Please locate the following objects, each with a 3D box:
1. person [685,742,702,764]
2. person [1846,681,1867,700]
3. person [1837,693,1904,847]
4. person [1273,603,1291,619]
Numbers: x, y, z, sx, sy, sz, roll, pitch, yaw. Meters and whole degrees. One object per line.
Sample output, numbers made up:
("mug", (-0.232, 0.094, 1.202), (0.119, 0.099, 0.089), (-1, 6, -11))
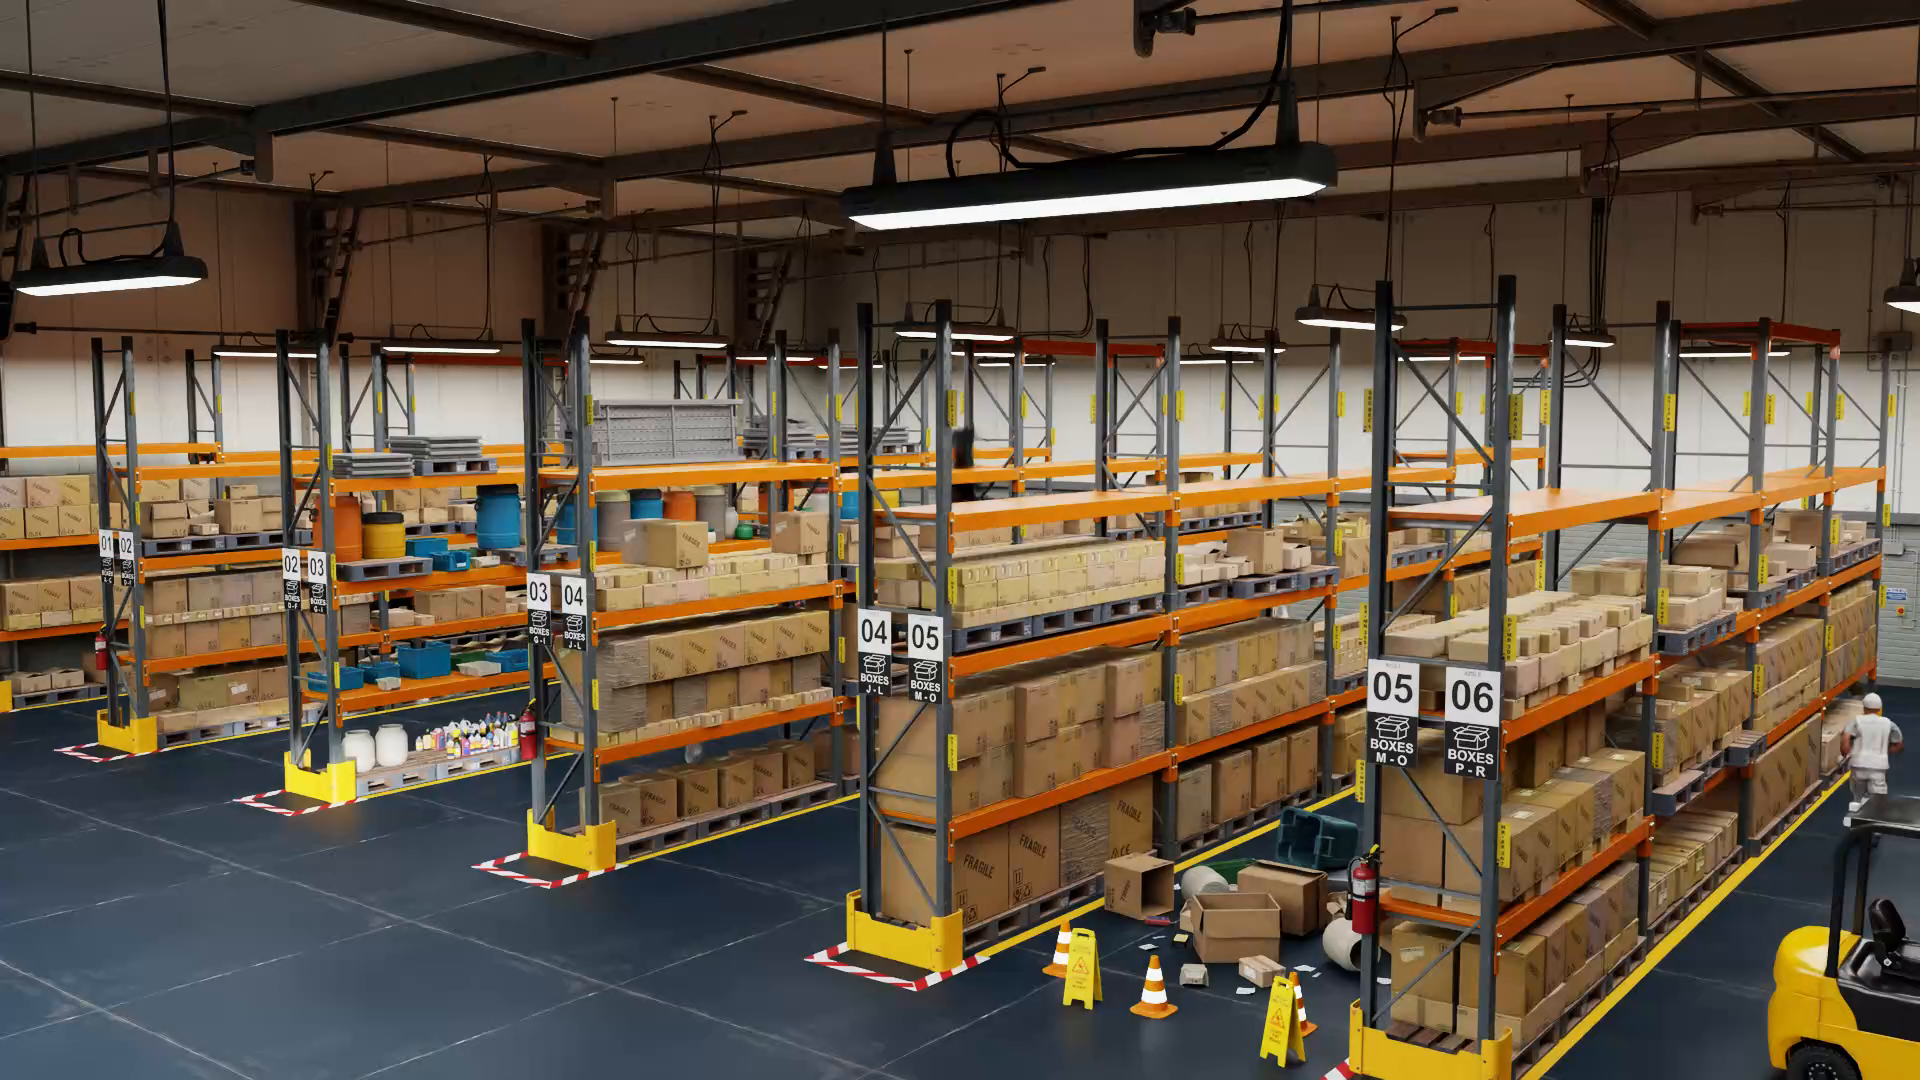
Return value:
("person", (-3.785, 2.327, 23.248), (0.599, 1.663, 0.941), (1, 5, 16))
("person", (14.450, 1.850, 27.506), (1.067, 1.766, 0.706), (2, 5, 19))
("person", (10.413, 2.644, 19.022), (0.668, 1.745, 0.888), (2, 6, 25))
("person", (6.117, 1.474, 32.301), (0.736, 1.838, 0.987), (-1, 5, -15))
